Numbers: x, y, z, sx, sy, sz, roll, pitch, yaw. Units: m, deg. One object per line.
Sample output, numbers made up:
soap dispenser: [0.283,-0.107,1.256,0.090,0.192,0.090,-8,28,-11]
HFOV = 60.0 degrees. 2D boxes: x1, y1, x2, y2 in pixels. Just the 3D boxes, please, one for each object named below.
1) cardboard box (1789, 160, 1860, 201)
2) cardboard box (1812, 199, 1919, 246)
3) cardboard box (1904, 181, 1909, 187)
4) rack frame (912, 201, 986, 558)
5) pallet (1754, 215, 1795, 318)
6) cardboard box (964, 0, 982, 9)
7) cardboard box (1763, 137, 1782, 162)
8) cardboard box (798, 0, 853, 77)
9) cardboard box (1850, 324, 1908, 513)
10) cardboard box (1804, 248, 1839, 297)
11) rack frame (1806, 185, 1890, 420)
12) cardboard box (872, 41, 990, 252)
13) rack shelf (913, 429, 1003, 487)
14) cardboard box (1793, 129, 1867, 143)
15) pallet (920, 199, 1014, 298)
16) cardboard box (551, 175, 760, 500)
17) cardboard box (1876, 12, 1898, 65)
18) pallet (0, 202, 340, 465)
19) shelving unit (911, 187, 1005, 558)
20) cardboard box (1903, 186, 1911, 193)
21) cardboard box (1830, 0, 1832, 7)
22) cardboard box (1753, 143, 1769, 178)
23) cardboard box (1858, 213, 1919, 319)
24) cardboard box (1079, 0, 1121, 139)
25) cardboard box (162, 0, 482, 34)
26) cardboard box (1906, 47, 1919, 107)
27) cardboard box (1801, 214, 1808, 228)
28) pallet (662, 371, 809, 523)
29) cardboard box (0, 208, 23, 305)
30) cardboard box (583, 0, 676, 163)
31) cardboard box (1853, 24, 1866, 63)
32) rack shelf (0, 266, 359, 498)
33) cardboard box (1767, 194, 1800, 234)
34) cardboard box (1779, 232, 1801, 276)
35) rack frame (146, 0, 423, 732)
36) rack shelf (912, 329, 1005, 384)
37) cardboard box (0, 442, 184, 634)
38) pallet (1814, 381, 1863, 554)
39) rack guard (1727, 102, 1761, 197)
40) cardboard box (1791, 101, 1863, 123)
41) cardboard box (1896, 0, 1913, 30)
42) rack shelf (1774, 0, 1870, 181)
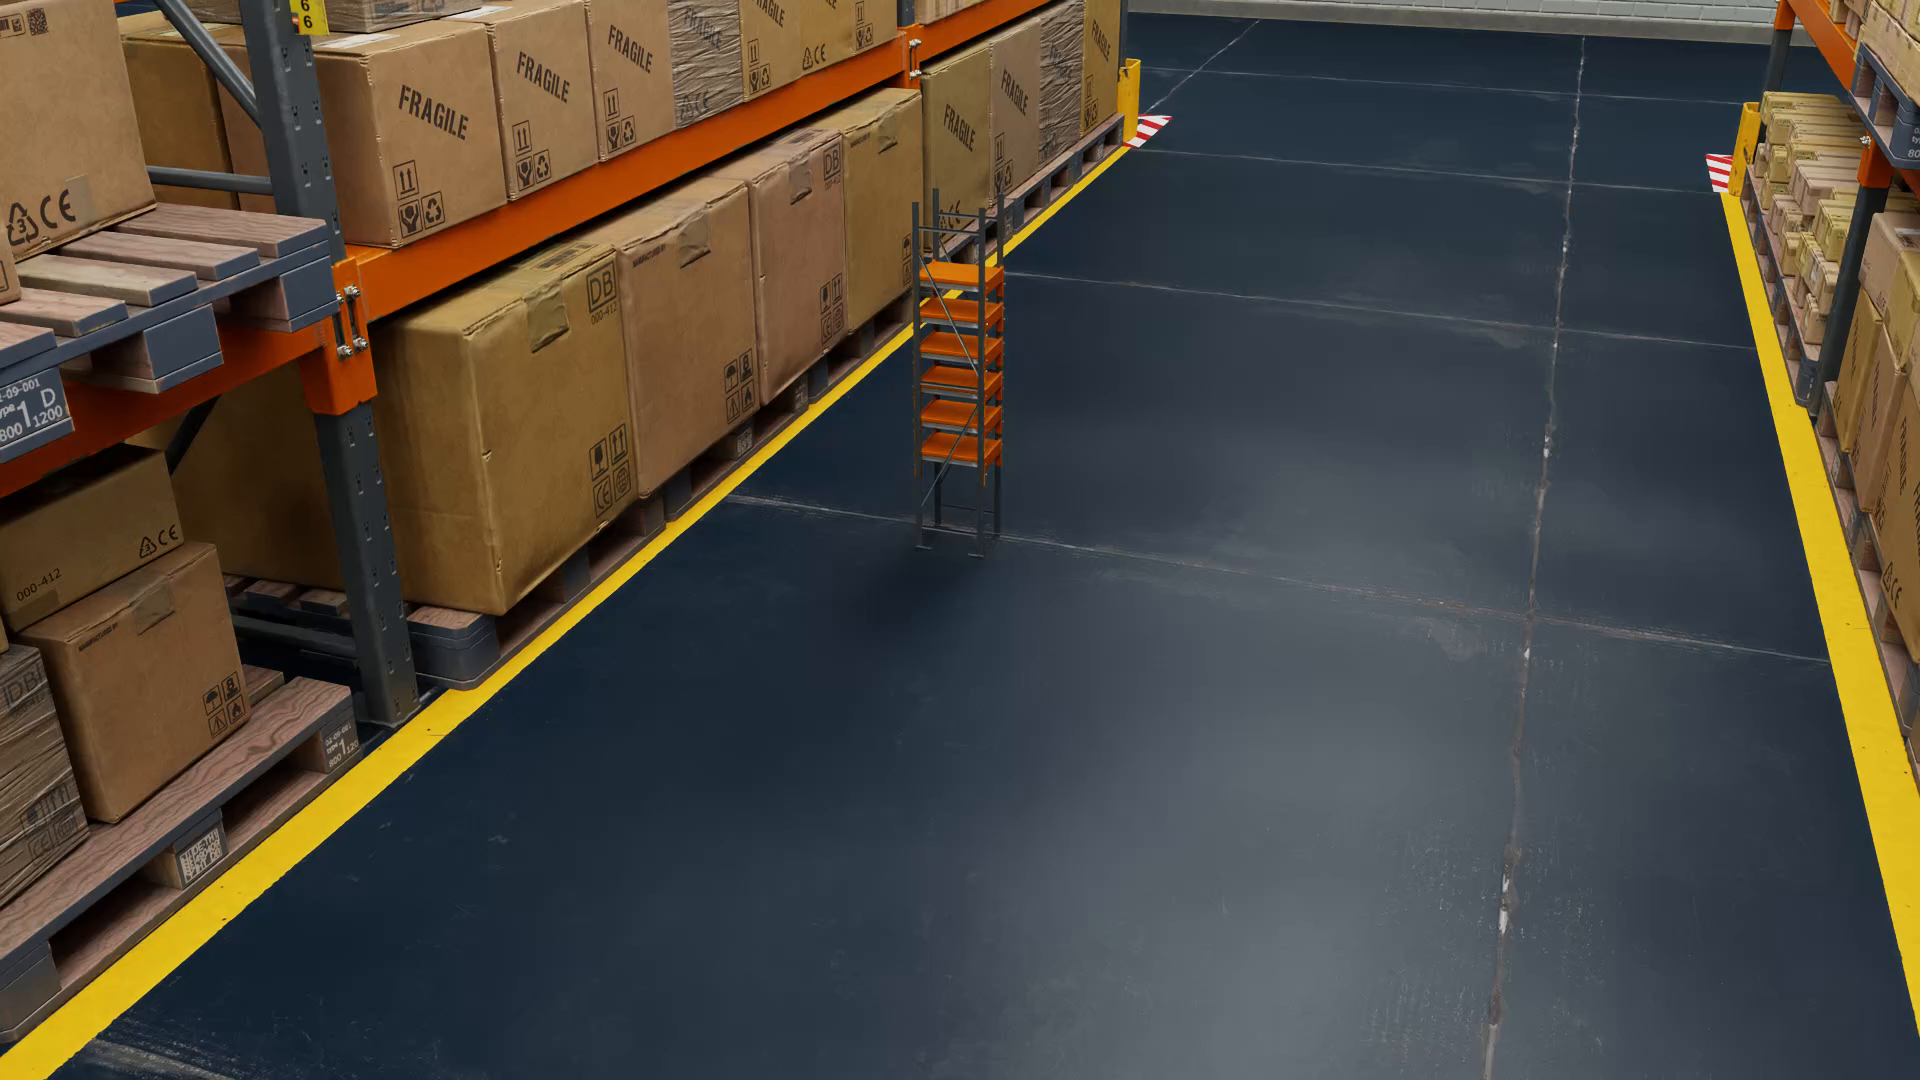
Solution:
cardboard box: [4.186,-1.699,7.925,0.380,0.149,0.250,8,27,16]
cardboard box: [3.945,-1.367,7.238,0.380,0.149,0.250,8,27,17]
cardboard box: [4.863,-1.831,8.195,0.380,0.149,0.250,8,27,16]
rack frame: [-0.035,-0.496,5.399,0.240,1.200,0.006,9,27,17]
pallet: [4.542,-1.324,8.243,1.003,0.211,1.213,9,27,17]
cardboard box: [-0.109,-2.732,8.240,0.380,0.149,0.250,10,27,19]
cardboard box: [4.718,-2.196,9.292,0.380,0.149,0.250,9,27,17]
cardboard box: [-0.765,-2.167,6.668,0.500,0.500,0.500,10,27,19]
cardboard box: [3.278,-0.376,5.471,0.500,0.500,0.500,10,28,20]
cardboard box: [3.831,-1.123,7.076,0.380,0.149,0.250,7,27,15]
rack frame: [3.948,-1.795,6.015,1.000,3.000,0.127,9,27,17]
cardboard box: [-0.401,-2.048,8.495,0.875,0.875,0.875,9,27,17]
rack shelf: [-0.005,-0.278,5.600,0.258,0.103,0.180,9,27,17]
cardboard box: [4.496,-2.004,8.554,0.380,0.149,0.250,10,28,19]
pallet: [-0.369,-1.602,8.816,1.003,0.211,1.213,9,27,17]
cardboard box: [-1.474,-0.791,5.897,1.225,0.875,0.875,9,27,18]
cardboard box: [3.296,-1.661,5.545,0.380,0.149,0.250,9,27,18]
pallet: [-2.163,-0.517,3.597,1.213,0.211,1.003,9,27,17]
shelving unit: [-0.005,-0.534,5.476,0.258,1.200,0.189,9,27,17]
cardboard box: [5.041,-1.792,8.457,0.380,0.149,0.250,9,27,18]
cardboard box: [4.391,-2.592,7.949,0.380,0.149,0.250,10,27,19]
cardboard box: [4.803,-2.176,9.591,0.380,0.149,0.250,9,27,18]
cardboard box: [3.453,-0.931,5.757,0.500,0.250,0.500,8,27,15]
cardboard box: [0.498,-3.158,10.786,0.875,0.875,0.875,9,27,17]
cardboard box: [-1.768,-1.707,4.567,0.797,0.503,0.637,10,27,19]
cardboard box: [3.041,-1.351,4.905,0.380,0.149,0.250,8,27,15]
cardboard box: [4.254,-1.540,7.936,0.380,0.149,0.250,7,27,15]
pallet: [-1.286,-0.470,6.478,1.003,0.211,1.213,9,27,17]
cardboard box: [-2.260,-0.675,3.104,0.700,0.500,0.500,13,29,25]
cardboard box: [-1.272,-1.541,5.375,0.500,0.500,0.500,8,27,17]
cardboard box: [3.805,-1.955,6.634,0.380,0.149,0.250,8,27,16]
rack shelf: [-2.692,0.234,2.651,1.077,0.370,4.000,9,27,17]
cardboard box: [4.368,-1.656,8.517,0.380,0.149,0.250,7,27,15]
cardboard box: [4.102,-1.337,7.859,0.380,0.149,0.250,9,27,17]
rack frame: [-2.027,-0.912,4.192,1.000,3.000,0.127,9,27,17]
rack shelf: [-0.005,-0.602,5.443,0.258,0.103,0.180,9,27,17]
cardboard box: [-2.221,-0.043,3.900,0.500,0.250,0.500,10,28,20]
pallet: [3.690,-0.220,5.962,1.003,0.211,1.213,9,27,17]
rack guard: [5.254,-2.283,9.891,1.175,0.500,0.348,9,27,17]
cardboard box: [4.806,-2.316,9.198,0.380,0.149,0.250,9,27,18]
cardboard box: [3.213,-1.697,5.278,0.380,0.149,0.250,9,27,19]
rack shelf: [4.614,-2.293,7.870,1.077,0.370,4.000,9,27,17]
